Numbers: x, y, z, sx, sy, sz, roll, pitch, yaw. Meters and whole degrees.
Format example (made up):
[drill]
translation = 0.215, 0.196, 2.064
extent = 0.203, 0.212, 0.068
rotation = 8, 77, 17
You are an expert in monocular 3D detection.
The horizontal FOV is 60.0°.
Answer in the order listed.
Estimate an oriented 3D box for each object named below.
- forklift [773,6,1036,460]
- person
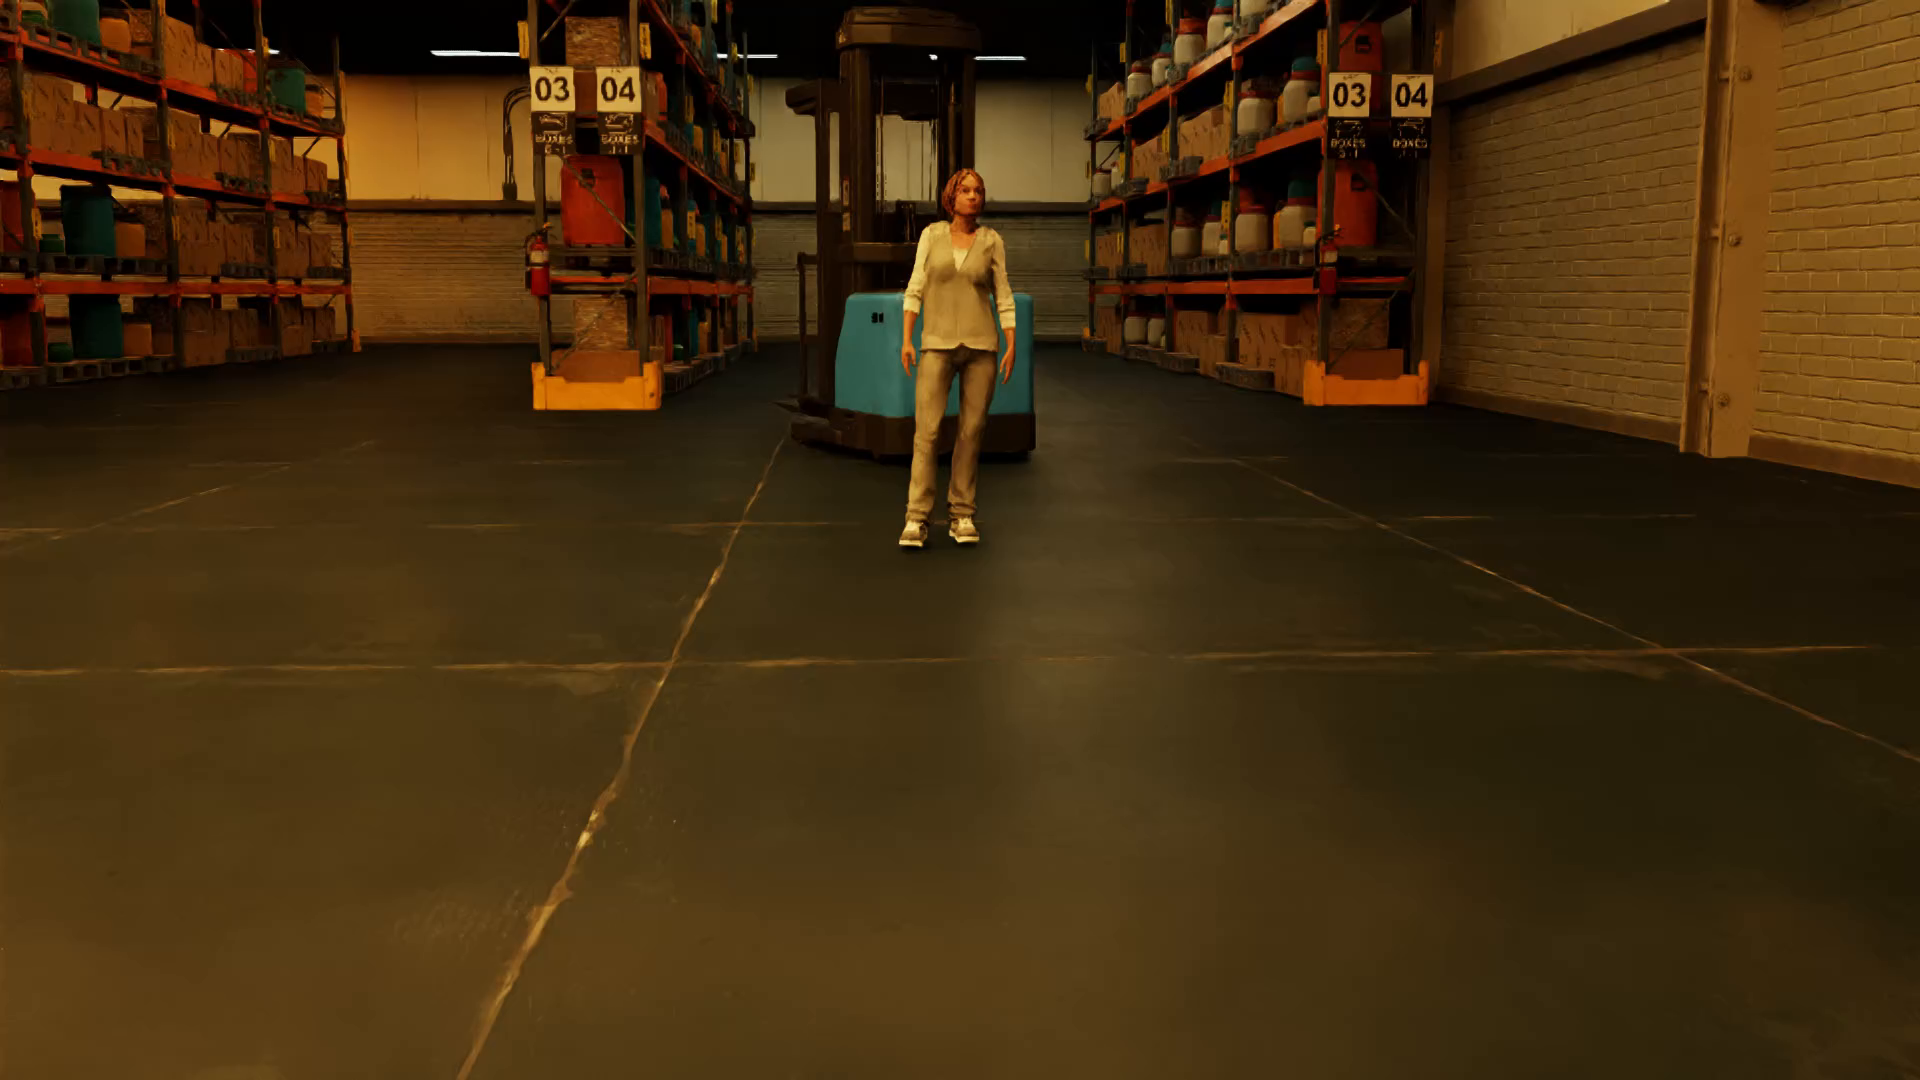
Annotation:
[forklift]
translation = -0.562, -2.137, 11.726
extent = 1.130, 2.935, 3.031
rotation = -4, 9, -23
[person]
translation = -0.009, -0.786, 7.118
extent = 0.521, 1.597, 0.474
rotation = -1, 8, -4
